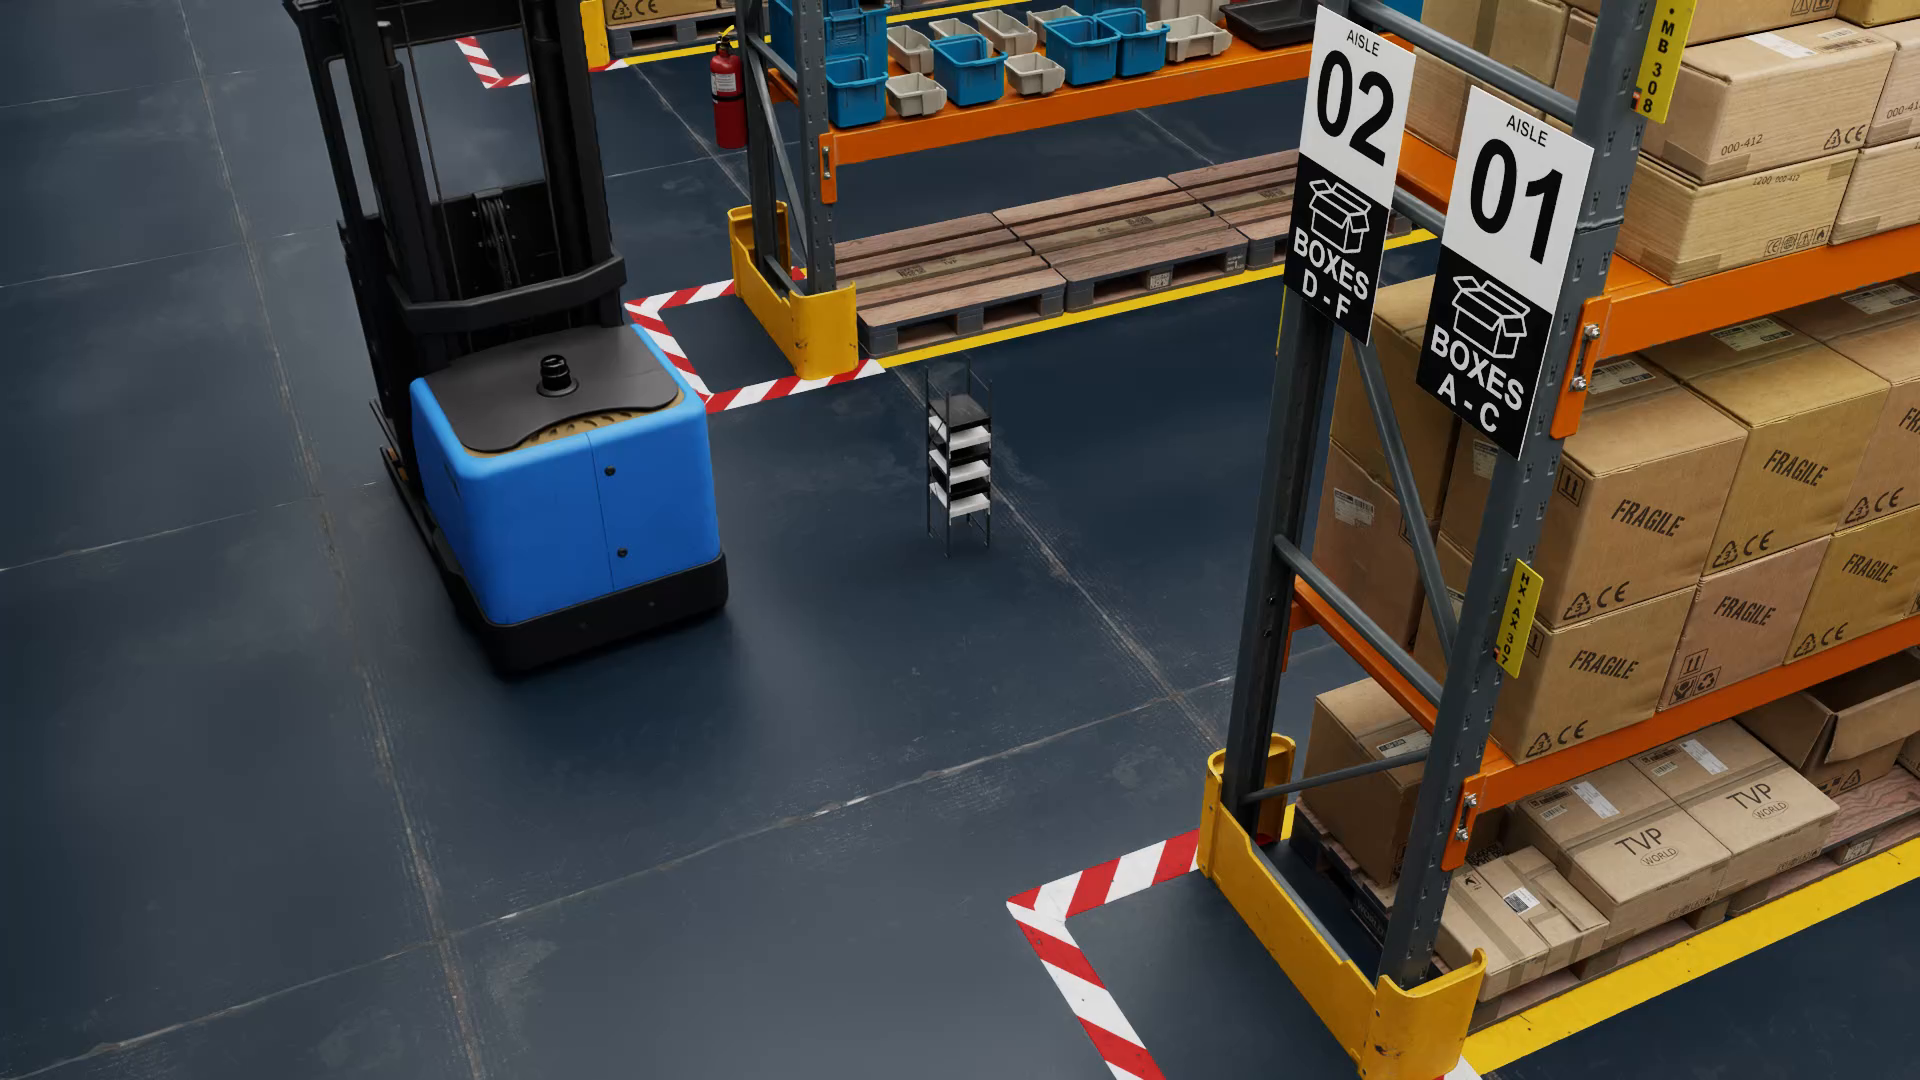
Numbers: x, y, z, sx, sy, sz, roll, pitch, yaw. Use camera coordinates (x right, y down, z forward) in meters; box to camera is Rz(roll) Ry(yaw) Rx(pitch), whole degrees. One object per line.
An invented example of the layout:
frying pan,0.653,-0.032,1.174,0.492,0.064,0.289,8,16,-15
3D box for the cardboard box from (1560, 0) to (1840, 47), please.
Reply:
cardboard box,1.644,-1.529,3.852,0.500,0.500,0.700,-16,39,-20

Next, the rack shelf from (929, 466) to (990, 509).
rack shelf,-0.007,-0.260,7.553,0.200,0.077,0.258,-16,39,-20

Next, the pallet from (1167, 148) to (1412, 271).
pallet,2.057,-2.101,10.406,1.213,0.211,1.003,-16,39,-20

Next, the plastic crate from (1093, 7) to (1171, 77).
plastic crate,0.912,-2.667,8.918,0.300,0.233,0.416,-16,39,-20

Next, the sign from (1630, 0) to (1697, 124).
sign,1.417,-1.007,3.338,0.005,0.325,0.100,-16,39,-20

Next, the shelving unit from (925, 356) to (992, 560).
shelving unit,-0.007,-0.359,7.479,0.210,0.900,0.258,-16,39,-20

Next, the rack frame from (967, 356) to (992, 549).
rack frame,0.085,-0.385,7.514,0.006,0.900,0.240,-16,39,-20

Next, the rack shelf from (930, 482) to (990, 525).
rack shelf,-0.007,-0.188,7.606,0.200,0.077,0.258,-16,39,-20

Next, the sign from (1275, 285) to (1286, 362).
sign,0.968,-0.640,4.858,0.005,0.325,0.100,-16,39,-20

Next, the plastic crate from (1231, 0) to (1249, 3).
plastic crate,1.791,-3.387,9.695,0.583,0.464,0.402,-16,39,-20

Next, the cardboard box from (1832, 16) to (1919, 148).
cardboard box,2.217,-1.201,4.040,0.500,0.250,0.500,-16,39,-20

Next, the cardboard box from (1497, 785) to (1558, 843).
cardboard box,1.978,0.893,6.037,0.250,0.166,0.380,-16,39,-20

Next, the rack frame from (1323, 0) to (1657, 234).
rack frame,1.186,-2.153,3.099,0.127,3.000,1.000,-16,39,-20

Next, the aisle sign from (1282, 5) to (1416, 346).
aisle sign,0.994,-0.936,4.311,0.004,0.787,0.394,-16,39,-20

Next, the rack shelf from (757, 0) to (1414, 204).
rack shelf,0.895,-2.633,9.386,4.000,0.370,1.077,-16,39,-20

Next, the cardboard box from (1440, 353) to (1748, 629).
cardboard box,1.700,-0.156,4.518,0.500,0.500,0.500,-14,39,-19

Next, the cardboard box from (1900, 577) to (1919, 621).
cardboard box,3.073,-0.138,5.335,0.500,0.500,0.500,-15,39,-19

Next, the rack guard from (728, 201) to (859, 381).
rack guard,-0.932,-1.399,9.216,0.348,0.500,1.175,-16,39,-20

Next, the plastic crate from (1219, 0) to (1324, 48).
plastic crate,1.807,-2.914,9.341,0.590,0.125,0.437,-16,39,-20

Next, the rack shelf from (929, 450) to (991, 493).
rack shelf,-0.007,-0.333,7.499,0.200,0.077,0.258,-16,39,-20

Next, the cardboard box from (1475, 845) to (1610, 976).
cardboard box,1.937,1.234,5.578,0.250,0.166,0.380,-16,39,-20

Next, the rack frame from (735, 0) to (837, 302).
rack frame,-0.915,-2.416,8.489,0.127,3.000,1.000,-16,39,-20

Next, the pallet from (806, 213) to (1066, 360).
pallet,-0.152,-1.484,9.573,1.213,0.211,1.003,-16,39,-20

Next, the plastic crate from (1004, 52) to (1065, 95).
plastic crate,0.388,-2.427,8.676,0.298,0.136,0.250,-16,39,-20

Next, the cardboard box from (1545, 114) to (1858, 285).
cardboard box,1.759,-0.881,4.028,0.500,0.250,0.500,-16,39,-20

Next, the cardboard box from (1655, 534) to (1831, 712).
cardboard box,2.164,0.113,4.996,0.500,0.500,0.500,-16,39,-20

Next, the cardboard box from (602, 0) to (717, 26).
cardboard box,-2.474,-4.607,12.875,0.875,0.875,0.875,-16,39,-20

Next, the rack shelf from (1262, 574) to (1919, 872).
rack shelf,2.996,0.039,5.783,4.000,0.370,1.077,-16,39,-20

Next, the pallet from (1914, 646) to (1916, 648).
pallet,4.185,0.537,6.849,1.213,0.211,1.003,-16,39,-20

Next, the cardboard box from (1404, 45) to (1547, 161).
cardboard box,1.539,-1.160,4.405,0.500,0.250,0.500,-16,39,-20

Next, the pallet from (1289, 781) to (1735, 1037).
pallet,1.976,1.155,6.016,1.213,0.211,1.003,-16,39,-20

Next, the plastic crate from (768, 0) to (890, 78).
plastic crate,-0.692,-2.640,8.711,0.499,0.435,0.616,-16,39,-20

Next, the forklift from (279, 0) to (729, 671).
forklift,-2.172,-1.491,7.301,1.130,2.935,3.031,-18,40,-23

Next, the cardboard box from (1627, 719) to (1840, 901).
cardboard box,2.704,0.946,5.895,0.500,0.250,0.500,-16,39,-20

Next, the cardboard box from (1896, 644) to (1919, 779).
cardboard box,3.733,0.634,6.265,0.500,0.311,0.500,-16,39,-20

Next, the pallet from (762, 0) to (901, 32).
pallet,-1.226,-4.518,13.664,1.213,0.211,1.003,-16,39,-20

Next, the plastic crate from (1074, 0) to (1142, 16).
plastic crate,0.835,-3.031,9.408,0.300,0.233,0.416,-16,39,-20

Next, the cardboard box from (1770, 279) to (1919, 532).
cardboard box,2.625,-0.416,4.870,0.500,0.500,0.500,-15,39,-19

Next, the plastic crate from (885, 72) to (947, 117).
plastic crate,-0.226,-2.256,8.444,0.298,0.136,0.250,-16,39,-20

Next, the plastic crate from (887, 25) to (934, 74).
plastic crate,-0.254,-2.638,8.960,0.243,0.136,0.396,-16,39,-20

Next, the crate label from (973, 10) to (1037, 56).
crate label,0.256,-2.787,9.161,0.243,0.136,0.396,-16,39,-20

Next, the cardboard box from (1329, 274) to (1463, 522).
cardboard box,1.472,-0.446,4.911,0.500,0.500,0.500,-16,39,-20
